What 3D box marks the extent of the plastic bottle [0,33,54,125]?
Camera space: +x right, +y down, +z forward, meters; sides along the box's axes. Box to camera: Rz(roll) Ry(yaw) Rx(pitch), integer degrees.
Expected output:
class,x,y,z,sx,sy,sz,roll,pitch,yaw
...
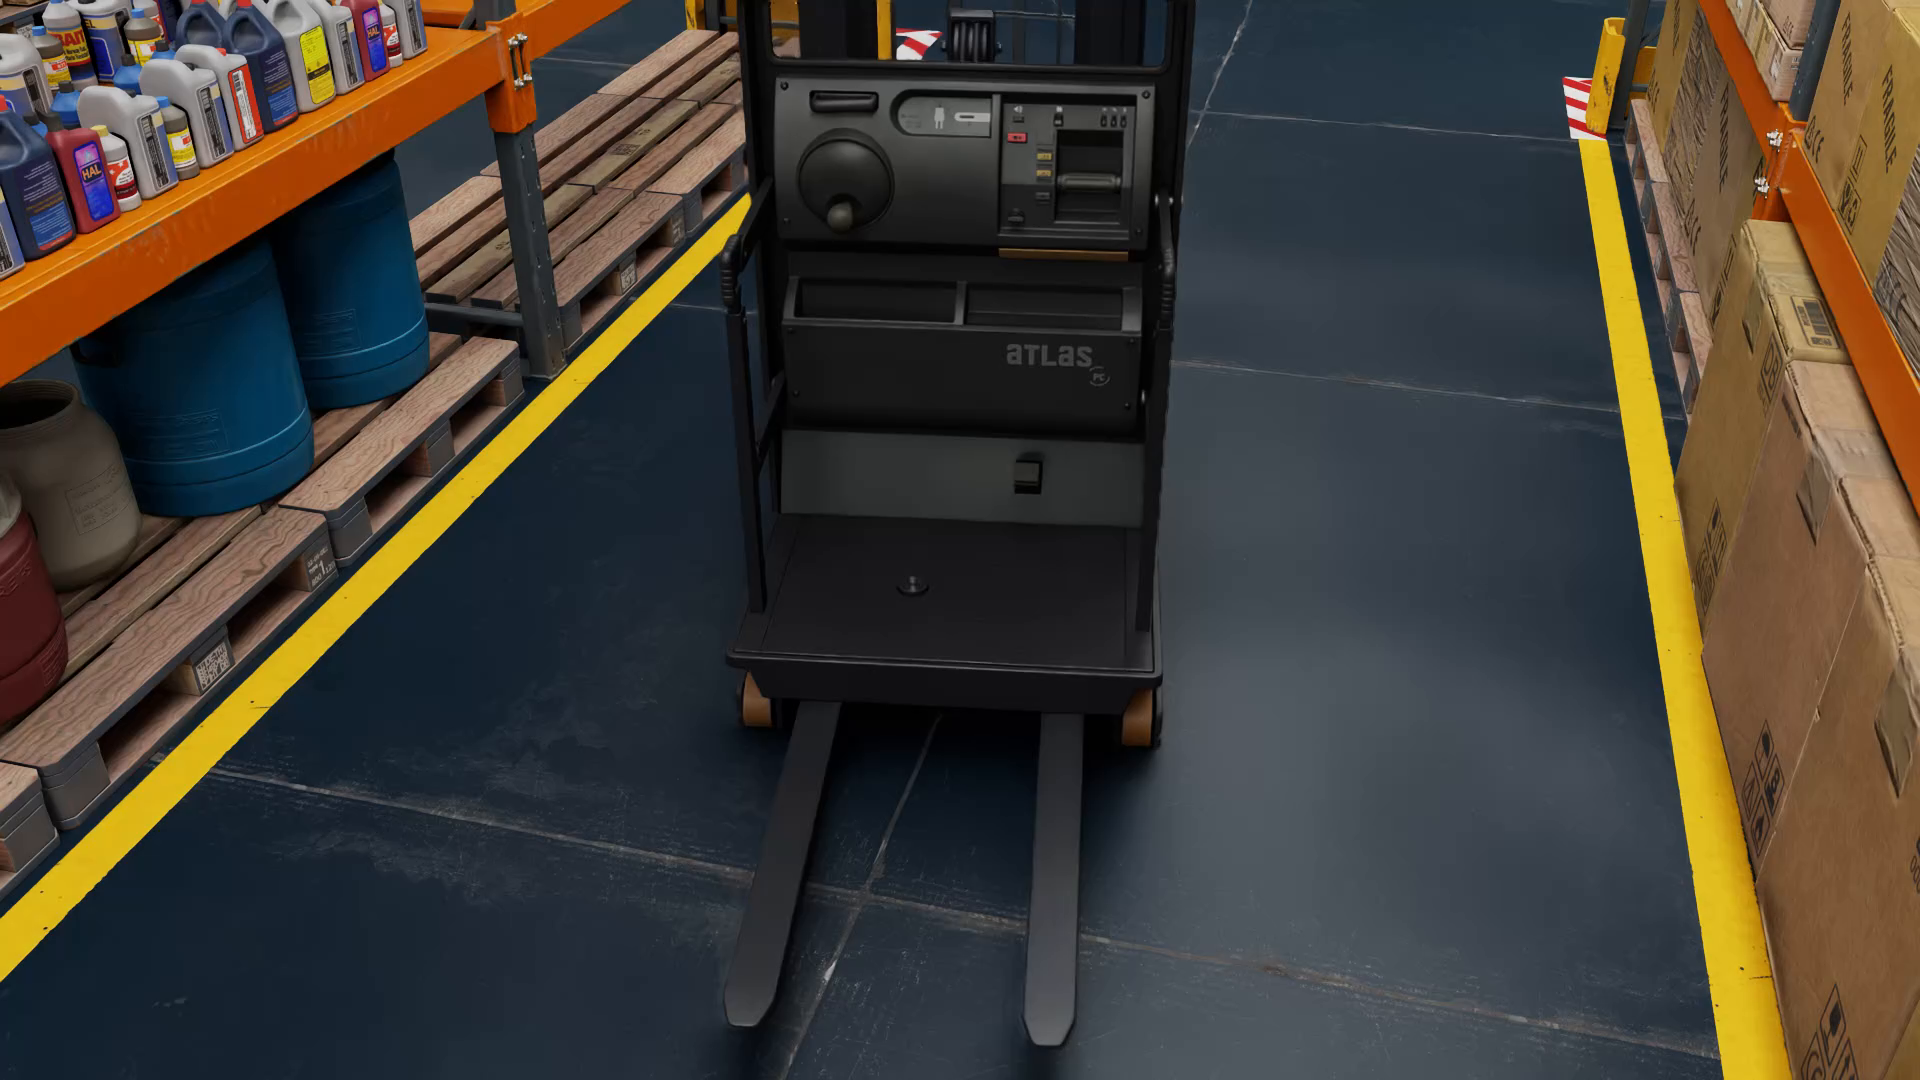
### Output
class,x,y,z,sx,sy,sz,roll,pitch,yaw
plastic bottle,-2.553,-1.208,4.471,0.152,0.276,0.135,8,33,12

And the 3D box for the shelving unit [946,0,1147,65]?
class,x,y,z,sx,sy,sz,roll,pitch,yaw
shelving unit,0.325,-1.384,6.029,0.538,1.500,1.048,8,33,12

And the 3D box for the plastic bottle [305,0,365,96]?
class,x,y,z,sx,sy,sz,roll,pitch,yaw
plastic bottle,-1.859,-1.460,4.866,0.152,0.276,0.135,8,33,12

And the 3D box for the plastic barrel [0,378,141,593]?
class,x,y,z,sx,sy,sz,roll,pitch,yaw
plastic barrel,-2.543,-0.149,4.616,0.421,0.512,0.421,0,32,0

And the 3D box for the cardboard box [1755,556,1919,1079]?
class,x,y,z,sx,sy,sz,roll,pitch,yaw
cardboard box,2.226,0.702,2.938,1.225,0.875,0.875,8,33,13

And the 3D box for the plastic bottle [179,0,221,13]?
class,x,y,z,sx,sy,sz,roll,pitch,yaw
plastic bottle,-2.392,-1.770,5.284,0.144,0.351,0.185,8,33,12

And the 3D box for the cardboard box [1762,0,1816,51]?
class,x,y,z,sx,sy,sz,roll,pitch,yaw
cardboard box,2.670,-1.603,4.838,0.500,0.250,0.500,7,33,11

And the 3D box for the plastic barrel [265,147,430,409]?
class,x,y,z,sx,sy,sz,roll,pitch,yaw
plastic barrel,-2.134,-0.962,5.532,0.600,0.901,0.708,8,33,12

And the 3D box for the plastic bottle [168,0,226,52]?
class,x,y,z,sx,sy,sz,roll,pitch,yaw
plastic bottle,-2.082,-1.332,4.595,0.144,0.351,0.185,8,33,12

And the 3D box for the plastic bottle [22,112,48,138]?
class,x,y,z,sx,sy,sz,roll,pitch,yaw
plastic bottle,-2.176,-0.881,3.960,0.097,0.271,0.097,0,32,0

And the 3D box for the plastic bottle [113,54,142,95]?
class,x,y,z,sx,sy,sz,roll,pitch,yaw
plastic bottle,-2.147,-1.134,4.357,0.097,0.271,0.097,0,32,0

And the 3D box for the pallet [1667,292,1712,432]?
class,x,y,z,sx,sy,sz,roll,pitch,yaw
pallet,3.080,-0.483,5.813,1.003,0.211,1.213,8,33,12

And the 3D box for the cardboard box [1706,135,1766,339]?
class,x,y,z,sx,sy,sz,roll,pitch,yaw
cardboard box,3.057,-0.888,5.440,0.875,0.875,0.875,8,33,12

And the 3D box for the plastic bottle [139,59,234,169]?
class,x,y,z,sx,sy,sz,roll,pitch,yaw
plastic bottle,-2.021,-1.128,4.345,0.152,0.276,0.135,8,33,12

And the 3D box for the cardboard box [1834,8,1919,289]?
class,x,y,z,sx,sy,sz,roll,pitch,yaw
cardboard box,2.327,-0.852,3.702,0.500,0.500,0.500,8,33,12

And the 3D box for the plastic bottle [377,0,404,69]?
class,x,y,z,sx,sy,sz,roll,pitch,yaw
plastic bottle,-1.769,-1.554,5.084,0.097,0.201,0.097,0,32,0

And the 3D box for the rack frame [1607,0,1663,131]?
class,x,y,z,sx,sy,sz,roll,pitch,yaw
rack frame,3.827,-3.352,7.726,1.000,3.000,0.127,8,33,12

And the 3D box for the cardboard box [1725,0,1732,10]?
class,x,y,z,sx,sy,sz,roll,pitch,yaw
cardboard box,2.833,-1.907,5.688,0.380,0.149,0.250,9,33,13

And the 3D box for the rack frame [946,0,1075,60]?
class,x,y,z,sx,sy,sz,roll,pitch,yaw
rack frame,0.203,-1.119,5.613,0.500,1.500,0.032,8,33,12

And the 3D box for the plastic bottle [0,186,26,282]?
class,x,y,z,sx,sy,sz,roll,pitch,yaw
plastic bottle,-2.220,-0.722,3.706,0.152,0.276,0.135,8,33,12

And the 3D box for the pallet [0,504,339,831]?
class,x,y,z,sx,sy,sz,roll,pitch,yaw
pallet,-2.523,0.256,4.650,1.003,0.211,1.213,8,33,12

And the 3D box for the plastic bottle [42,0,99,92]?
class,x,y,z,sx,sy,sz,roll,pitch,yaw
plastic bottle,-2.614,-1.461,4.873,0.097,0.271,0.097,0,32,0

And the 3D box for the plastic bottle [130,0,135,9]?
class,x,y,z,sx,sy,sz,roll,pitch,yaw
plastic bottle,-2.555,-1.582,5.062,0.097,0.271,0.097,0,32,0

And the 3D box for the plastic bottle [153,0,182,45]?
class,x,y,z,sx,sy,sz,roll,pitch,yaw
plastic bottle,-2.519,-1.700,5.236,0.061,0.283,0.133,8,33,12

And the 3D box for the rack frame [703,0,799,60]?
class,x,y,z,sx,sy,sz,roll,pitch,yaw
rack frame,-0.964,-4.026,8.787,1.000,3.000,0.127,8,33,12

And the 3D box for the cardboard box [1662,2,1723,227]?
class,x,y,z,sx,sy,sz,roll,pitch,yaw
cardboard box,3.511,-1.817,6.901,0.875,0.875,0.875,8,33,12

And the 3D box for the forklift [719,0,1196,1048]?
class,x,y,z,sx,sy,sz,roll,pitch,yaw
forklift,-0.008,-0.878,3.898,1.130,2.935,3.031,2,33,4

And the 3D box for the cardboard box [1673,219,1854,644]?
class,x,y,z,sx,sy,sz,roll,pitch,yaw
cardboard box,2.669,-0.222,4.392,1.225,0.875,0.875,8,33,13

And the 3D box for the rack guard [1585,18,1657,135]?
class,x,y,z,sx,sy,sz,roll,pitch,yaw
rack guard,3.833,-2.309,8.416,1.175,0.500,0.348,8,33,12

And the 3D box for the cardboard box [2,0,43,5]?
class,x,y,z,sx,sy,sz,roll,pitch,yaw
cardboard box,-5.654,-3.517,9.907,0.500,0.500,0.500,8,33,12

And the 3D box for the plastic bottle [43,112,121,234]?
class,x,y,z,sx,sy,sz,roll,pitch,yaw
plastic bottle,-2.095,-0.885,3.955,0.061,0.283,0.133,8,33,12

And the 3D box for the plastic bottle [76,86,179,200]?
class,x,y,z,sx,sy,sz,roll,pitch,yaw
plastic bottle,-2.080,-1.008,4.155,0.152,0.276,0.135,8,33,12

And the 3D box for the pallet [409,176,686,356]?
class,x,y,z,sx,sy,sz,roll,pitch,yaw
pallet,-1.830,-1.160,6.879,1.003,0.211,1.213,8,33,12

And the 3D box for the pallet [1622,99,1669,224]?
class,x,y,z,sx,sy,sz,roll,pitch,yaw
pallet,3.700,-1.749,7.805,1.003,0.211,1.213,8,33,12

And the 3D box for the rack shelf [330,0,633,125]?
class,x,y,z,sx,sy,sz,roll,pitch,yaw
rack shelf,-1.471,-2.685,7.347,1.077,0.370,4.000,8,33,12

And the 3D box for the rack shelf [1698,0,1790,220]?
class,x,y,z,sx,sy,sz,roll,pitch,yaw
rack shelf,3.319,-2.010,6.287,1.077,0.370,4.000,8,33,12

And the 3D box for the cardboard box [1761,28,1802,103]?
class,x,y,z,sx,sy,sz,roll,pitch,yaw
cardboard box,2.572,-1.373,4.848,0.380,0.149,0.250,8,33,13

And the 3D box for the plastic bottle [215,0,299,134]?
class,x,y,z,sx,sy,sz,roll,pitch,yaw
plastic bottle,-1.943,-1.312,4.564,0.144,0.351,0.185,8,33,12

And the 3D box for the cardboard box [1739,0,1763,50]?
class,x,y,z,sx,sy,sz,roll,pitch,yaw
cardboard box,2.703,-1.640,5.267,0.380,0.149,0.250,7,33,12

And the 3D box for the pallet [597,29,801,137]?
class,x,y,z,sx,sy,sz,roll,pitch,yaw
pallet,-1.211,-2.427,8.870,1.003,0.211,1.213,8,33,12
